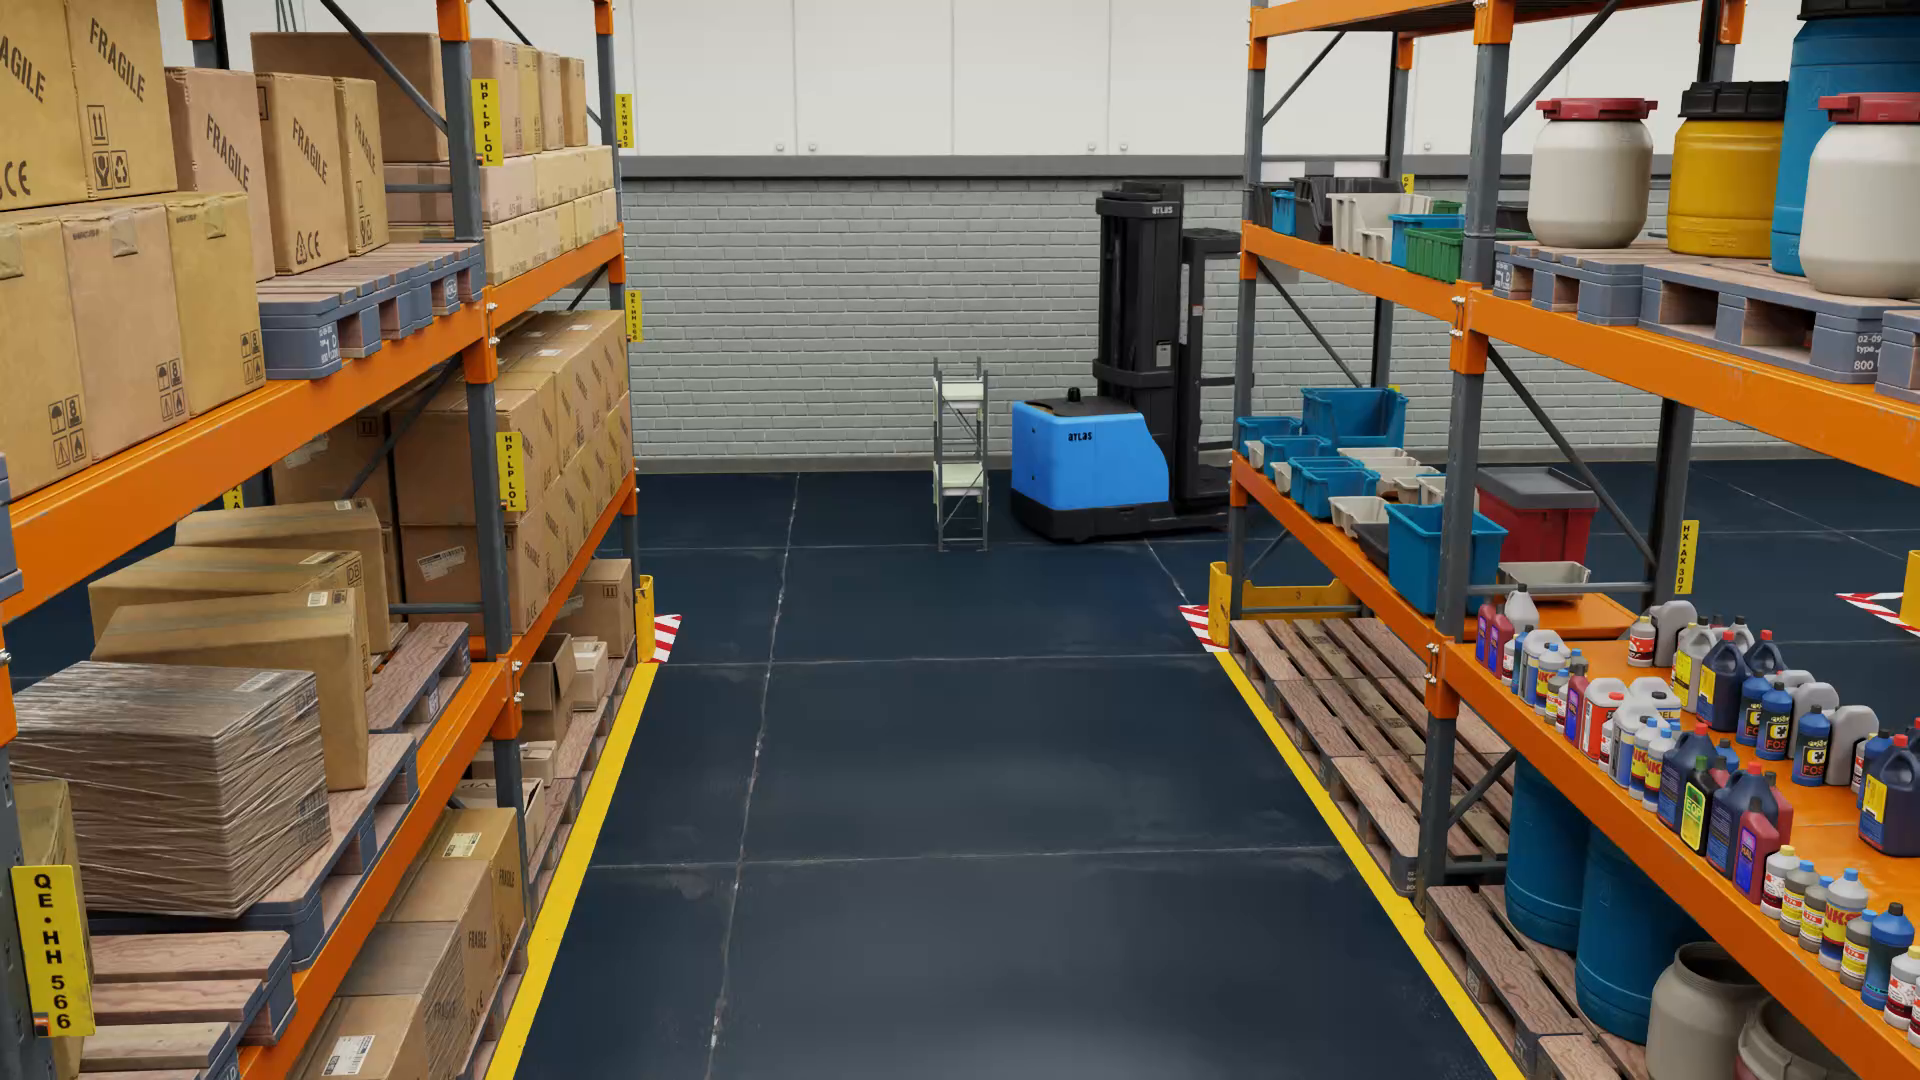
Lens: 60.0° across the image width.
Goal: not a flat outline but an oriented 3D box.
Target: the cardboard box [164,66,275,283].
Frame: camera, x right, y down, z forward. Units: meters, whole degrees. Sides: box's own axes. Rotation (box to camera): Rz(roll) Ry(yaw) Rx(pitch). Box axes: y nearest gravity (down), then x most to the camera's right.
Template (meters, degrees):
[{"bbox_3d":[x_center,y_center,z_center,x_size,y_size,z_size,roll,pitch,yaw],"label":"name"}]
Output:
[{"bbox_3d":[-2.335,-1.002,4.637,0.600,0.600,0.600,-1,15,-6],"label":"cardboard box"}]

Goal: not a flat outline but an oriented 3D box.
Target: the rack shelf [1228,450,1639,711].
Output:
[{"bbox_3d":[2.442,0.068,9.185,1.077,0.370,4.000,-1,14,-3],"label":"rack shelf"}]

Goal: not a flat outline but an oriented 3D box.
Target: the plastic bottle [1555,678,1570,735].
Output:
[{"bbox_3d":[2.229,0.603,6.061,0.097,0.201,0.097,0,14,0],"label":"plastic bottle"}]

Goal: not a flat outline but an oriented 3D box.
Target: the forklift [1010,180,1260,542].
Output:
[{"bbox_3d":[2.010,-1.608,14.394,3.031,2.935,1.130,-5,15,-20],"label":"forklift"}]

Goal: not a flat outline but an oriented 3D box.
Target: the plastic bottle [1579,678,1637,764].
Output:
[{"bbox_3d":[2.272,0.629,5.812,0.152,0.276,0.135,-1,14,-3],"label":"plastic bottle"}]

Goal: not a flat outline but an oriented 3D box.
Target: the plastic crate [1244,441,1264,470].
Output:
[{"bbox_3d":[1.942,-0.531,10.480,0.250,0.136,0.298,-1,14,-3],"label":"plastic crate"}]

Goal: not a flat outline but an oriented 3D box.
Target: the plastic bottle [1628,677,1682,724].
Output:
[{"bbox_3d":[2.423,0.626,5.821,0.152,0.276,0.135,-1,14,-3],"label":"plastic bottle"}]

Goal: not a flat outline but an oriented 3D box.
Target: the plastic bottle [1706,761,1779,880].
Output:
[{"bbox_3d":[2.324,0.817,4.928,0.144,0.351,0.185,-1,14,-3],"label":"plastic bottle"}]

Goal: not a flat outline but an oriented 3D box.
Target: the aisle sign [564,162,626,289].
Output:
[{"bbox_3d":[-2.325,-1.983,10.495,0.394,0.787,0.004,-1,14,-3],"label":"aisle sign"}]

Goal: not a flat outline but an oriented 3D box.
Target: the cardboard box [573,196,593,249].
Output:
[{"bbox_3d":[-2.267,-1.710,8.933,0.500,0.250,0.500,-1,14,-3],"label":"cardboard box"}]

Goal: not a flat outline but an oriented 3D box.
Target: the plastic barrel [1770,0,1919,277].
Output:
[{"bbox_3d":[2.824,-1.259,5.033,0.600,0.901,0.708,-1,14,-3],"label":"plastic barrel"}]

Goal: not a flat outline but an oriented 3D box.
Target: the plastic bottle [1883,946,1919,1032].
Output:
[{"bbox_3d":[2.353,1.104,4.116,0.097,0.201,0.097,0,14,0],"label":"plastic bottle"}]

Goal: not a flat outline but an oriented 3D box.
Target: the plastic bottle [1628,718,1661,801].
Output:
[{"bbox_3d":[2.266,0.718,5.475,0.097,0.271,0.097,0,14,0],"label":"plastic bottle"}]

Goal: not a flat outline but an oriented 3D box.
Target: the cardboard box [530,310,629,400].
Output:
[{"bbox_3d":[-2.324,-1.128,10.184,0.500,0.500,0.500,-1,14,-4],"label":"cardboard box"}]

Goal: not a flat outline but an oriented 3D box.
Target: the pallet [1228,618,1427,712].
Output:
[{"bbox_3d":[2.330,0.779,10.576,1.003,0.211,1.213,-1,14,-3],"label":"pallet"}]

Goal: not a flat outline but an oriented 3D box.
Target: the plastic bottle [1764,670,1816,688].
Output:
[{"bbox_3d":[2.967,0.587,5.975,0.152,0.276,0.135,-1,14,-3],"label":"plastic bottle"}]

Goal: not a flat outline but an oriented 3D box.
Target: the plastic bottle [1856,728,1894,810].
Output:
[{"bbox_3d":[2.971,0.743,5.379,0.097,0.271,0.097,0,14,0],"label":"plastic bottle"}]

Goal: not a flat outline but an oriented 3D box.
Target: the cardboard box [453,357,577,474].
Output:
[{"bbox_3d":[-2.190,-0.617,8.199,0.500,0.500,0.500,-1,14,-5],"label":"cardboard box"}]

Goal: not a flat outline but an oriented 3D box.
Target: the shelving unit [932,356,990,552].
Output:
[{"bbox_3d":[0.000,-0.725,13.833,0.431,1.500,0.755,-1,14,-3],"label":"shelving unit"}]

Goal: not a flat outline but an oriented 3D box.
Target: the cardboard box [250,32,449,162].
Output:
[{"bbox_3d":[-2.447,-1.813,6.825,0.700,0.500,0.500,-1,14,-3],"label":"cardboard box"}]

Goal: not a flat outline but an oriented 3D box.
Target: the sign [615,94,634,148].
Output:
[{"bbox_3d":[-2.071,-2.587,10.265,0.100,0.325,0.005,-1,14,-3],"label":"sign"}]

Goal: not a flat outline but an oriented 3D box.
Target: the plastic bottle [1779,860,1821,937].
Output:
[{"bbox_3d":[2.323,0.983,4.586,0.097,0.201,0.097,0,14,0],"label":"plastic bottle"}]

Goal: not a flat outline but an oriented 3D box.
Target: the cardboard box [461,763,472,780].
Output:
[{"bbox_3d":[-2.743,1.058,8.407,0.500,0.311,0.500,-1,14,-3],"label":"cardboard box"}]

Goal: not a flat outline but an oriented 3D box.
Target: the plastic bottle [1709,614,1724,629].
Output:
[{"bbox_3d":[2.973,0.424,6.594,0.061,0.283,0.133,-1,14,-3],"label":"plastic bottle"}]

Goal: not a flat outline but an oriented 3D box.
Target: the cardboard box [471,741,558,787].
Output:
[{"bbox_3d":[-2.252,1.129,8.421,0.380,0.166,0.250,-1,14,-3],"label":"cardboard box"}]

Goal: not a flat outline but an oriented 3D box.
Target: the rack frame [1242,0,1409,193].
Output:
[{"bbox_3d":[2.318,-3.683,10.281,1.000,3.000,0.127,-1,14,-3],"label":"rack frame"}]

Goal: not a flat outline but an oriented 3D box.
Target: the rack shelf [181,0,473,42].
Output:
[{"bbox_3d":[-2.254,-1.573,4.327,1.077,0.370,4.000,-1,14,-3],"label":"rack shelf"}]

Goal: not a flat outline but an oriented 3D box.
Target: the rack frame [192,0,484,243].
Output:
[{"bbox_3d":[-2.378,-2.613,6.121,1.000,3.000,0.127,-1,14,-3],"label":"rack frame"}]

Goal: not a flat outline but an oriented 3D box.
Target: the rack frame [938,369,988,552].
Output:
[{"bbox_3d":[0.023,-0.634,13.479,0.400,1.500,0.023,-1,14,-3],"label":"rack frame"}]

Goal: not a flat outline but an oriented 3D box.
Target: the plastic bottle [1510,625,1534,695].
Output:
[{"bbox_3d":[2.202,0.463,6.465,0.097,0.271,0.097,0,14,0],"label":"plastic bottle"}]

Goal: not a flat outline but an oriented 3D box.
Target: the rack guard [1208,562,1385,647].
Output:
[{"bbox_3d":[2.303,0.427,11.362,1.175,0.500,0.348,-1,14,-3],"label":"rack guard"}]

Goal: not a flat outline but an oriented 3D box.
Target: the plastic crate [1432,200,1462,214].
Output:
[{"bbox_3d":[2.664,-1.887,9.745,0.450,0.188,0.336,-1,14,-3],"label":"plastic crate"}]

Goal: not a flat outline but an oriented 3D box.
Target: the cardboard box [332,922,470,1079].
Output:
[{"bbox_3d":[-2.009,1.656,5.702,0.500,0.500,0.500,-1,14,-3],"label":"cardboard box"}]

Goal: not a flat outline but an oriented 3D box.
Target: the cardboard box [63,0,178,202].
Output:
[{"bbox_3d":[-2.214,-1.060,3.899,0.500,0.500,0.500,-1,14,-3],"label":"cardboard box"}]

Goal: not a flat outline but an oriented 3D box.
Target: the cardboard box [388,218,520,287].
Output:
[{"bbox_3d":[-2.161,-1.212,6.998,0.500,0.250,0.500,-1,14,-3],"label":"cardboard box"}]

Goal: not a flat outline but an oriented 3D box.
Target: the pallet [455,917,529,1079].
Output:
[{"bbox_3d":[-2.290,1.845,6.432,1.003,0.211,1.213,-1,14,-3],"label":"pallet"}]

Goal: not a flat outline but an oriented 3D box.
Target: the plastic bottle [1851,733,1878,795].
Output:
[{"bbox_3d":[3.024,0.742,5.520,0.097,0.201,0.097,0,14,0],"label":"plastic bottle"}]

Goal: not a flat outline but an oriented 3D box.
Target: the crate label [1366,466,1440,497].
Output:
[{"bbox_3d":[2.594,-0.338,9.728,0.396,0.136,0.243,-1,14,-3],"label":"crate label"}]

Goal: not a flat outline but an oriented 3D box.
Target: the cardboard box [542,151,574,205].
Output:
[{"bbox_3d":[-2.244,-1.827,8.386,0.500,0.250,0.500,-1,14,-3],"label":"cardboard box"}]

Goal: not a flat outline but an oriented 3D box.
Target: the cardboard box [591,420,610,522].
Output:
[{"bbox_3d":[-2.266,-0.390,9.322,0.500,0.500,0.500,-1,14,-3],"label":"cardboard box"}]

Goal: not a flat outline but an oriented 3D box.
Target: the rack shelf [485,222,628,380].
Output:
[{"bbox_3d":[-2.502,-1.309,8.517,1.077,0.370,4.000,-1,14,-3],"label":"rack shelf"}]

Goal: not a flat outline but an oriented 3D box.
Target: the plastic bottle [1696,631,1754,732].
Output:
[{"bbox_3d":[2.817,0.513,6.112,0.144,0.351,0.185,-1,14,-3],"label":"plastic bottle"}]

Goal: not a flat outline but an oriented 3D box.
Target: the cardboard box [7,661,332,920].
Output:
[{"bbox_3d":[-2.148,0.651,4.435,0.700,0.500,0.500,2,15,7],"label":"cardboard box"}]

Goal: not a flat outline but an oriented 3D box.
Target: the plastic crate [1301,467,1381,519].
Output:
[{"bbox_3d":[2.105,-0.257,9.221,0.416,0.233,0.300,-1,14,-3],"label":"plastic crate"}]

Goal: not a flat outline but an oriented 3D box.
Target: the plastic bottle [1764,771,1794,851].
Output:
[{"bbox_3d":[2.424,0.842,4.968,0.061,0.283,0.133,-1,14,-3],"label":"plastic bottle"}]

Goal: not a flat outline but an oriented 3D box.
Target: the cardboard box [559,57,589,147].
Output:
[{"bbox_3d":[-2.578,-2.560,9.728,0.700,0.500,0.500,-1,14,-3],"label":"cardboard box"}]

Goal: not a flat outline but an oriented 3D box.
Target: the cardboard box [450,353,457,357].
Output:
[{"bbox_3d":[-2.763,-0.739,8.673,0.500,0.500,0.500,-1,14,-4],"label":"cardboard box"}]

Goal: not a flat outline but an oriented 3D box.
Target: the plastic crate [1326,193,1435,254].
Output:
[{"bbox_3d":[2.147,-1.617,8.509,0.437,0.282,0.530,-1,14,-3],"label":"plastic crate"}]

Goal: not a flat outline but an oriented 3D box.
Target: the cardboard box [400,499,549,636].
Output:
[{"bbox_3d":[-2.138,0.113,7.365,0.500,0.500,0.500,-1,14,-2],"label":"cardboard box"}]

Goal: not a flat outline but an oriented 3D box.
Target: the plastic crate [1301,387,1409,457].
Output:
[{"bbox_3d":[2.525,-0.743,10.704,0.616,0.435,0.499,-1,14,-3],"label":"plastic crate"}]

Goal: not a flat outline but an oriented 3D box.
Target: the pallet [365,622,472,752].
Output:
[{"bbox_3d":[-2.438,0.586,6.113,1.003,0.211,1.213,-1,14,-3],"label":"pallet"}]

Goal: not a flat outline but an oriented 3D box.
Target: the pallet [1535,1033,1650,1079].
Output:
[{"bbox_3d":[2.651,2.064,5.579,1.003,0.211,1.213,-1,14,-3],"label":"pallet"}]

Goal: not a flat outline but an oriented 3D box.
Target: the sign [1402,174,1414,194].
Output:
[{"bbox_3d":[2.866,-2.192,10.716,0.100,0.325,0.005,-1,14,-3],"label":"sign"}]

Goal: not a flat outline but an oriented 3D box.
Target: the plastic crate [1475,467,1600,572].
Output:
[{"bbox_3d":[2.761,-0.069,8.025,0.402,0.464,0.583,-1,14,-3],"label":"plastic crate"}]

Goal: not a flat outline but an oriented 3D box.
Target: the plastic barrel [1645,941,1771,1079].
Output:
[{"bbox_3d":[2.572,1.672,5.657,0.421,0.512,0.421,0,14,0],"label":"plastic barrel"}]
